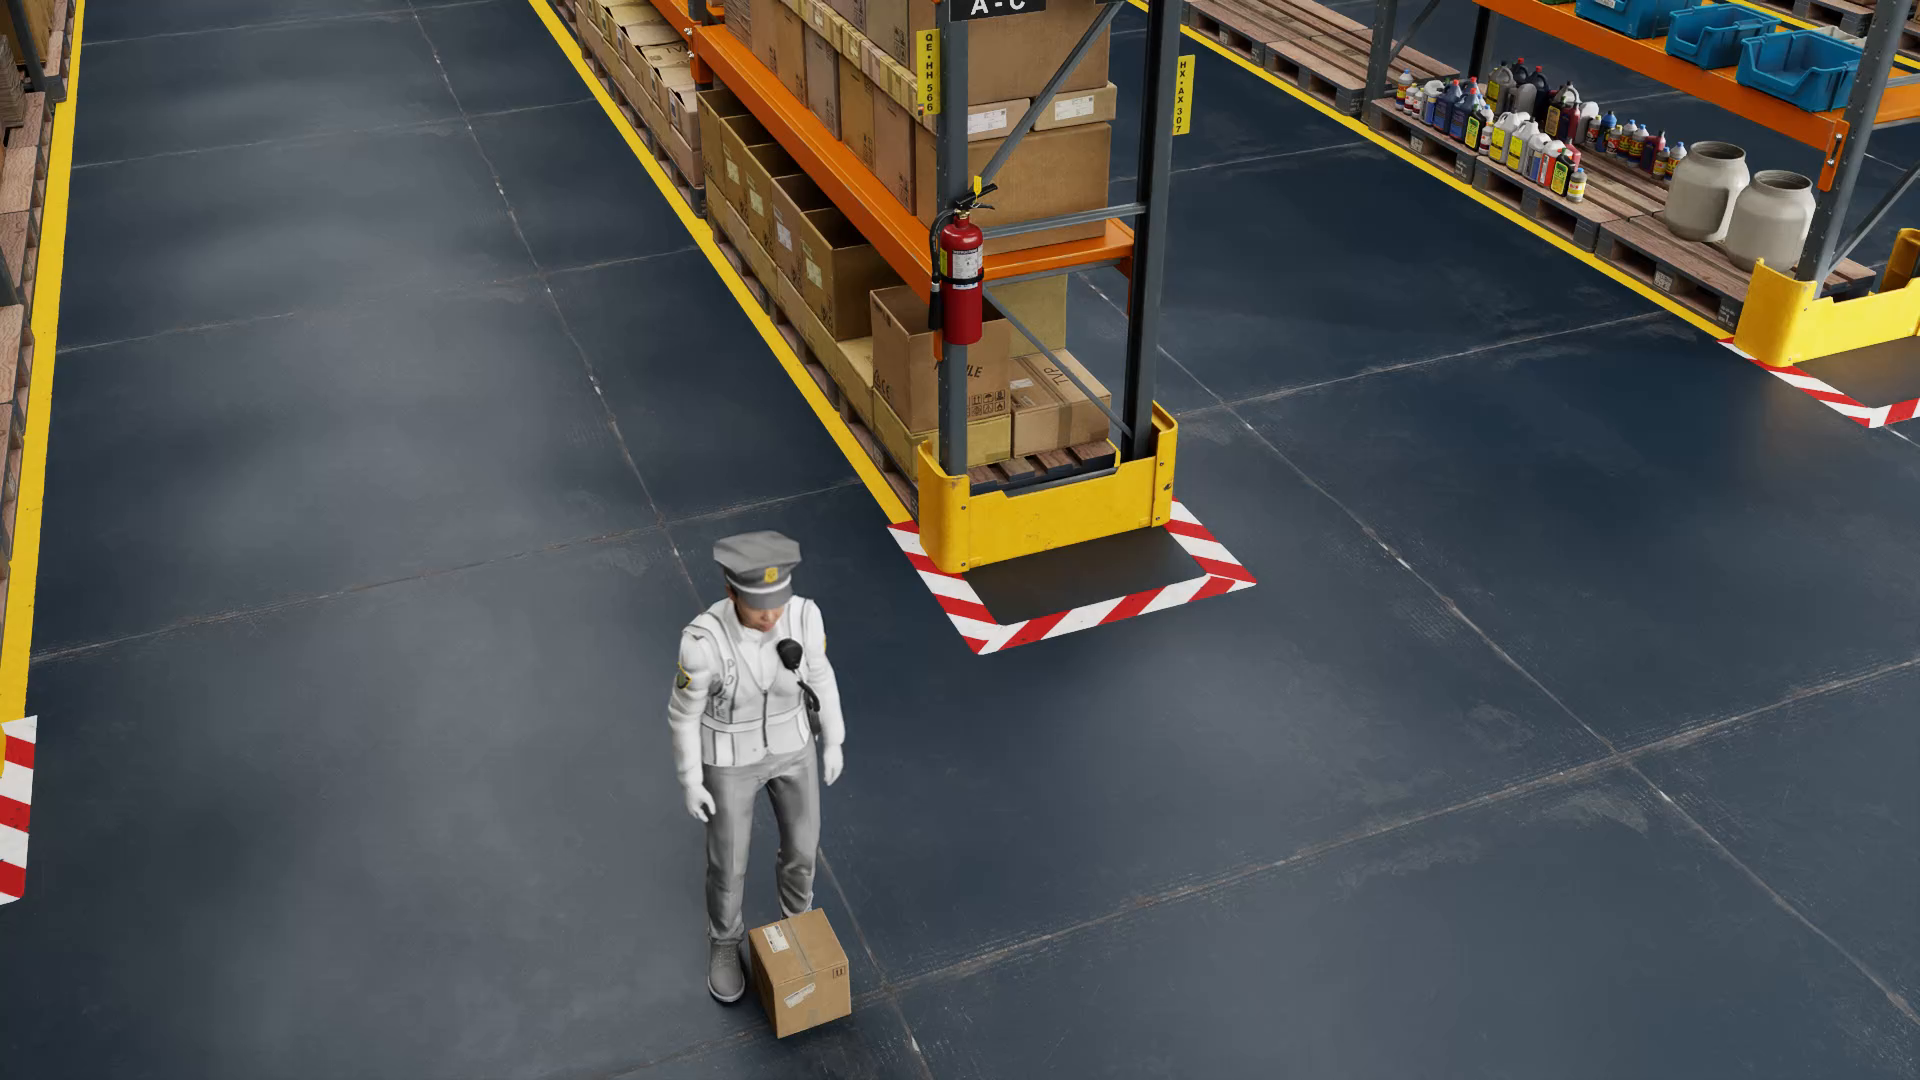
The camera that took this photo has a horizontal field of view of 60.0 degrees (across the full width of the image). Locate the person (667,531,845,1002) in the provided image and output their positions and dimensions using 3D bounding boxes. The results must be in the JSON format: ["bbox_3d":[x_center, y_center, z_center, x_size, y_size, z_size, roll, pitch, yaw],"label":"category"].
[{"bbox_3d":[-0.608,0.679,5.118,0.538,1.663,0.378,-14,36,-20],"label":"person"}]
